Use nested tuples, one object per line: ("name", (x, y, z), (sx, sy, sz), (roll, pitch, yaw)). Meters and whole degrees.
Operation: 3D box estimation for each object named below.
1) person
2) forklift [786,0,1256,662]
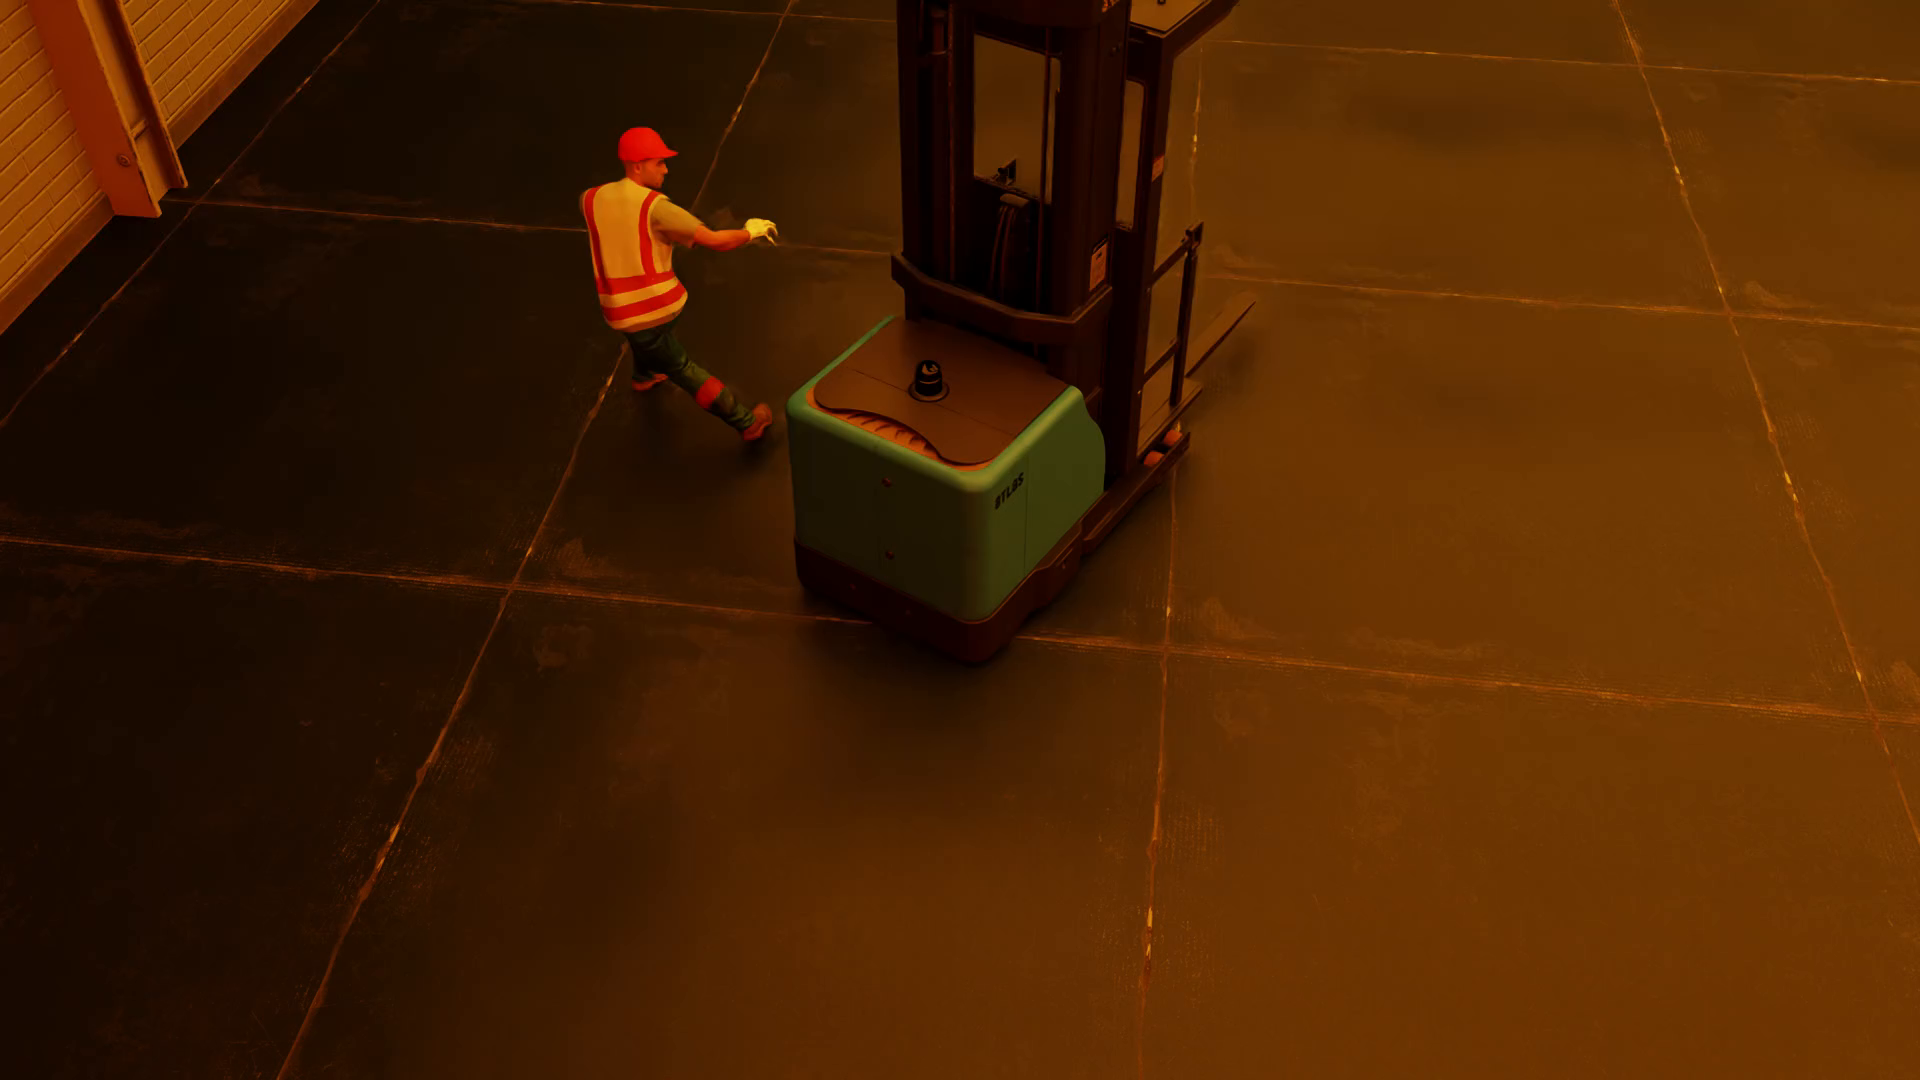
("person", (-1.353, -1.315, 8.215), (0.938, 1.555, 1.112), (-5, 43, -5))
("forklift", (0.489, -1.517, 7.376), (1.130, 2.935, 3.031), (24, 48, 24))
